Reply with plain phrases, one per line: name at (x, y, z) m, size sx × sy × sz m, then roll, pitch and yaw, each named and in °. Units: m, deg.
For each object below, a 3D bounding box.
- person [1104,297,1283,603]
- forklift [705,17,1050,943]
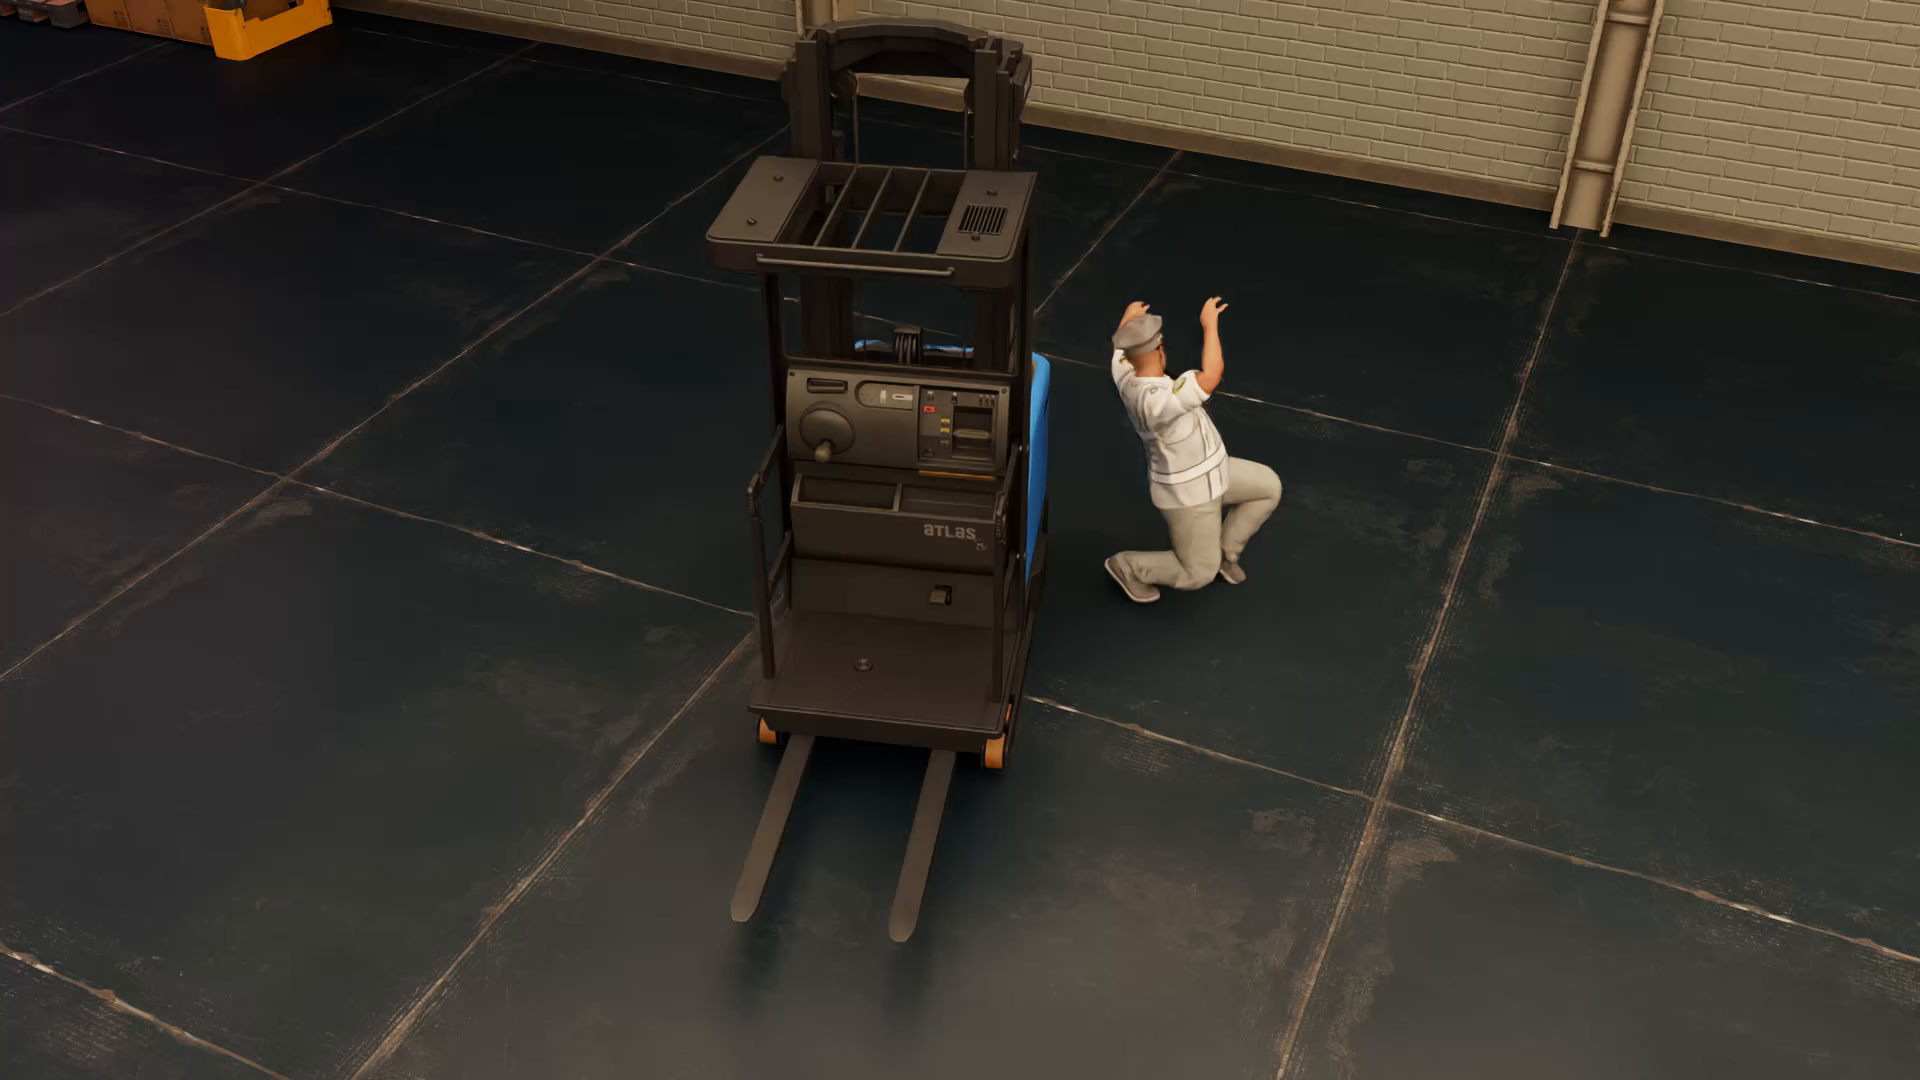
person at (1.140, -0.511, 8.027) m, size 0.863 × 1.601 × 1.107 m, roll 4°, pitch 36°, yaw 5°
forklift at (-0.291, -0.425, 6.682) m, size 1.130 × 2.935 × 3.031 m, roll 5°, pitch 36°, yaw 7°
